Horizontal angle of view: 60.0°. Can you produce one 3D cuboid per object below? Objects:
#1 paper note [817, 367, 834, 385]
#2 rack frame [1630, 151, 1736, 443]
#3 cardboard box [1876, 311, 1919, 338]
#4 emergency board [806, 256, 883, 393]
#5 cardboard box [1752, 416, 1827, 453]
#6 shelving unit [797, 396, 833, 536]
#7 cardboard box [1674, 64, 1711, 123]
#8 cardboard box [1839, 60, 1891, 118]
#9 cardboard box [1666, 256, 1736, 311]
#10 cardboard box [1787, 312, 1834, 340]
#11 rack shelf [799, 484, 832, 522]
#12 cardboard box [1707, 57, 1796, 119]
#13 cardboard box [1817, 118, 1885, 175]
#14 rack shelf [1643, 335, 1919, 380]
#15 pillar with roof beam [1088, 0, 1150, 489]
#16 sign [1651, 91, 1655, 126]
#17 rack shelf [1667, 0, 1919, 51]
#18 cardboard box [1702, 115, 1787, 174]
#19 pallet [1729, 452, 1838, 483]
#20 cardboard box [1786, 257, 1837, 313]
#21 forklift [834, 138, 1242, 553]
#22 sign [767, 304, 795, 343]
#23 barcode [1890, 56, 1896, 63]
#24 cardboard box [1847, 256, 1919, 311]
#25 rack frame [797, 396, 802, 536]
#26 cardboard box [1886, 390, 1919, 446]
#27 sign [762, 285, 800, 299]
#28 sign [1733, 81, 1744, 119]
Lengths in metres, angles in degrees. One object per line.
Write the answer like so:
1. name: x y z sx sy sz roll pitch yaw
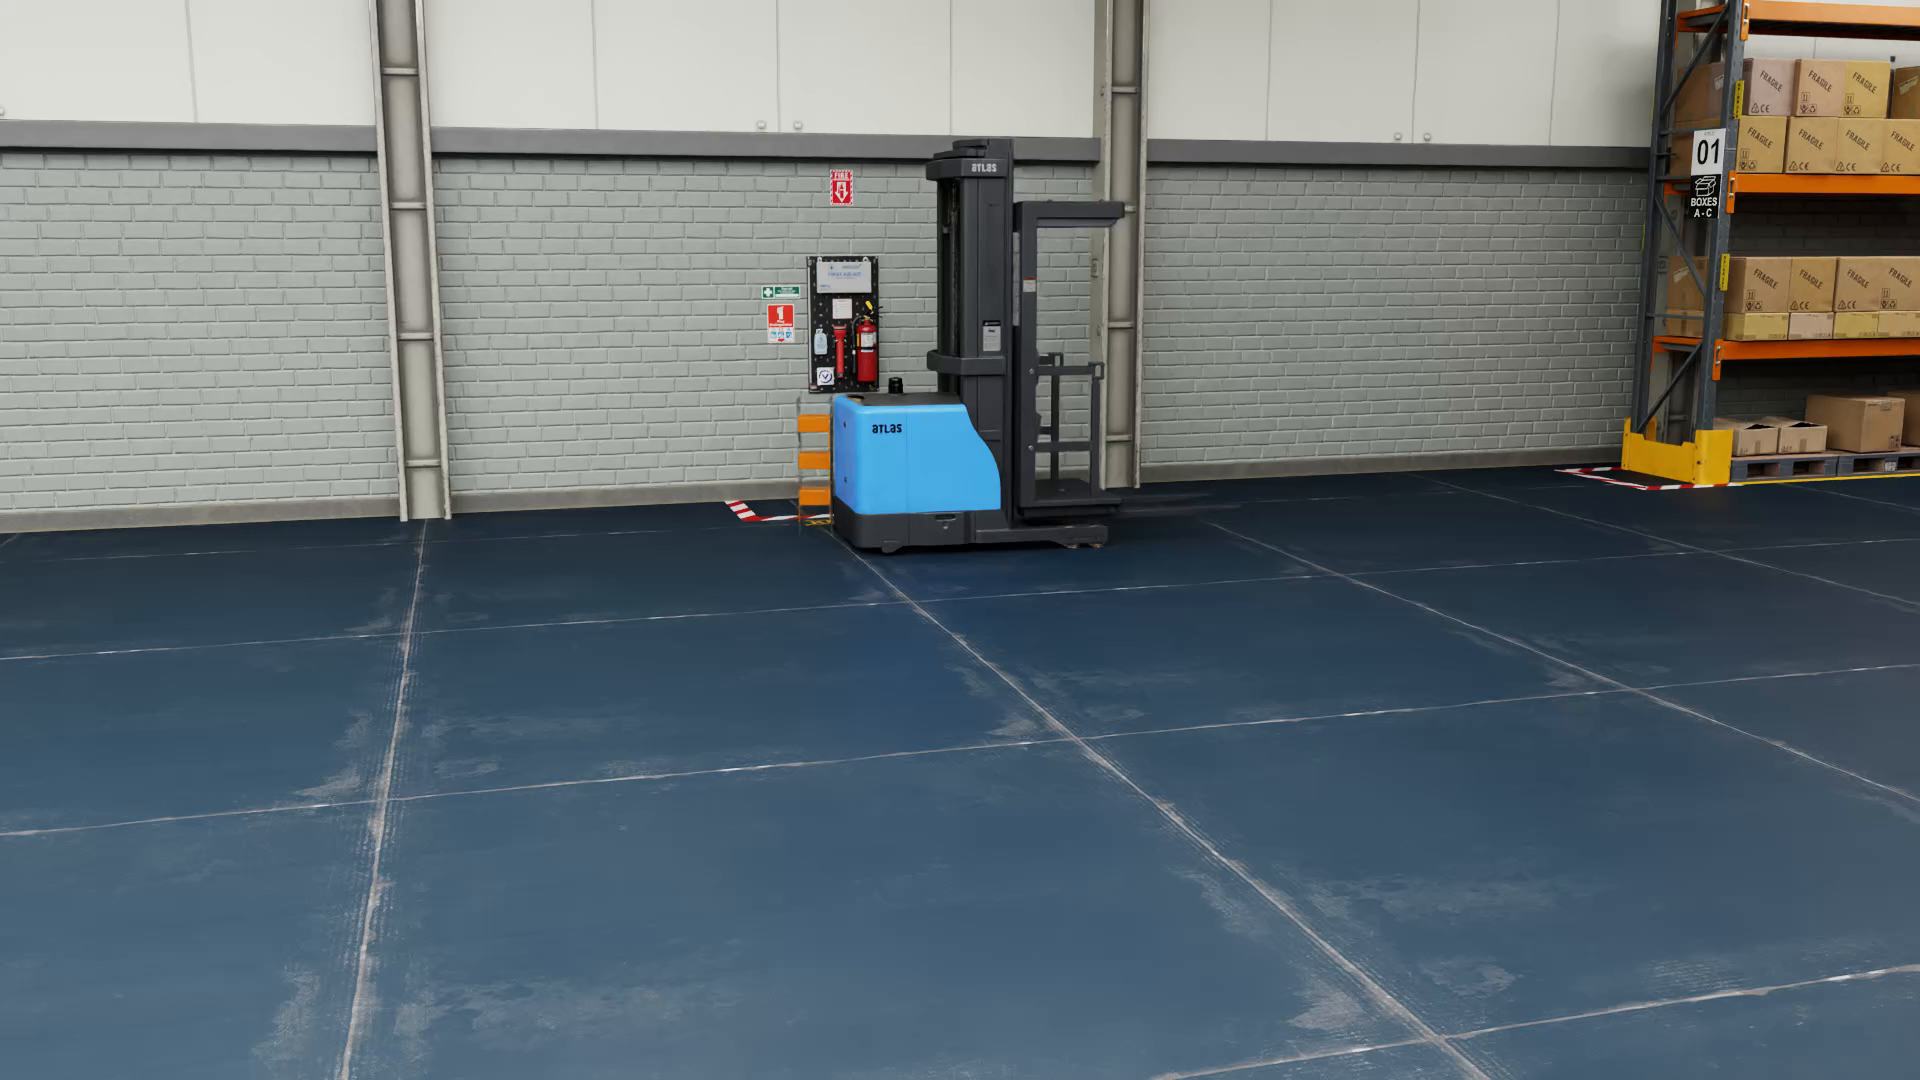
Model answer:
1. paper note: -1.164 -1.418 14.399 0.142 0.148 0.016 -3 11 -16
2. rack frame: 6.739 -2.085 15.586 0.127 3.000 1.000 -3 11 -16
3. cardboard box: 8.767 -2.069 15.860 0.500 0.250 0.500 -3 11 -15
4. emergency board: -0.975 -1.849 14.303 0.643 1.169 0.194 -3 11 -16
5. cardboard box: 7.976 -1.027 16.052 0.500 0.311 0.500 -2 11 -11
6. shelving unit: -1.108 -0.568 12.726 0.252 1.050 0.215 0 10 -1
7. cardboard box: 7.080 -4.178 15.579 0.500 0.500 0.500 -3 11 -13
8. cardboard box: 8.161 -4.133 15.331 0.500 0.500 0.500 -3 11 -14
9. cardboard box: 7.132 -2.451 15.860 0.500 0.500 0.500 -3 11 -17
10. cardboard box: 7.791 -2.019 15.589 0.500 0.250 0.500 -3 11 -18
11. rack shelf: -1.109 -0.284 12.779 0.240 0.259 0.215 0 10 -1
12. cardboard box: 7.177 -4.088 15.090 0.500 0.500 0.500 -4 11 -20
13. cardboard box: 8.153 -3.640 15.420 0.500 0.500 0.500 -2 11 -13
14. rack shelf: 8.659 -1.832 16.201 4.000 0.370 1.077 -3 11 -16
15. pillar with roof beam: 2.612 -4.169 10.338 0.400 9.000 9.100 -3 11 -16
16. sign: 6.603 -4.093 15.764 0.005 0.325 0.100 -3 11 -16
17. rack shelf: 8.659 -4.781 15.658 4.000 0.370 1.077 -3 11 -16
18. cardboard box: 7.130 -3.593 15.160 0.500 0.500 0.500 -3 11 -14
19. pallet: 7.602 -0.752 16.050 1.213 0.211 1.003 -3 11 -16
20. cardboard box: 7.759 -2.385 15.504 0.500 0.500 0.500 -3 11 -16
21. forklift: 0.610 -1.469 12.430 3.031 2.935 1.130 -3 11 -14
22. sign: -1.535 -1.856 14.245 0.234 0.329 0.001 -3 11 -16
23. barcode: 9.125 -4.701 16.266 0.075 0.075 0.001 -3 11 -16
24. cardboard box: 8.749 -2.438 15.793 0.500 0.500 0.500 -3 11 -14
25. rack frame: -1.230 -0.568 12.724 0.008 1.050 0.200 0 10 -1
26. cardboard box: 9.594 -1.215 16.549 0.500 0.500 0.500 -4 11 -20
27. sign: -1.528 -2.115 14.190 0.331 0.109 0.001 -3 11 -16
28. sign: 6.891 -3.896 14.723 0.005 0.325 0.100 -3 11 -16
